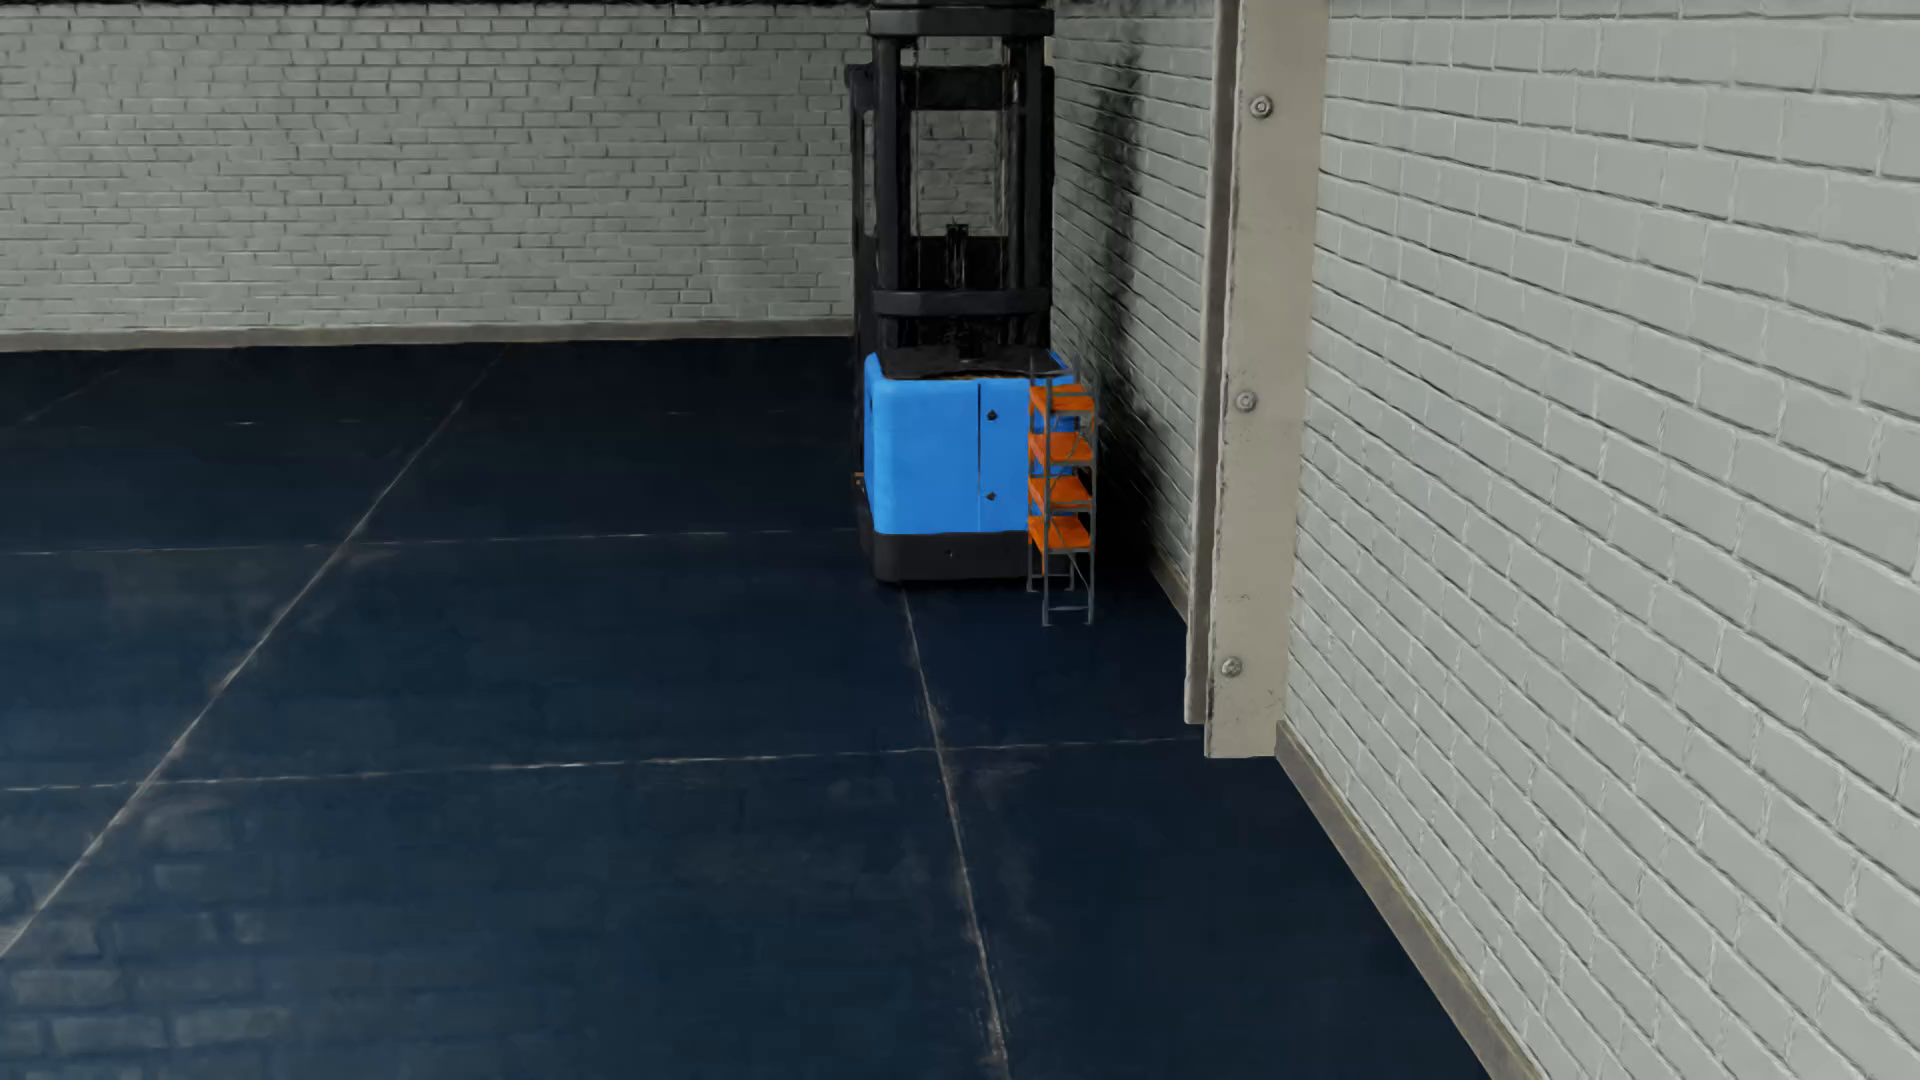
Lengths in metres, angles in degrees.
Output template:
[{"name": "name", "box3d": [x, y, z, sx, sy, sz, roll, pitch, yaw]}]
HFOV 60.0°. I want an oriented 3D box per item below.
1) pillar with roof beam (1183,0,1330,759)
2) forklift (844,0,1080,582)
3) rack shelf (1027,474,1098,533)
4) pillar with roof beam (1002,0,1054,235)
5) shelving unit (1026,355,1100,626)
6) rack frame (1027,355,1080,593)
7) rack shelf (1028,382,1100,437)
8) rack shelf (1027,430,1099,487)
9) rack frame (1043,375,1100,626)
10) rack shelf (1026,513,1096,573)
[{"name": "pillar with roof beam", "box3d": [-3.190, -3.373, 4.896, 9.100, 9.000, 0.400, -2, 18, -6]}, {"name": "forklift", "box3d": [-0.068, -1.586, 9.336, 1.130, 2.935, 3.031, -2, 18, -6]}, {"name": "rack shelf", "box3d": [0.485, -0.178, 7.966, 0.258, 0.148, 0.480, -2, 18, -6]}, {"name": "pillar with roof beam", "box3d": [-3.809, -5.160, 10.590, 9.100, 9.000, 0.400, -2, 18, -6]}, {"name": "shelving unit", "box3d": [0.485, -0.242, 7.946, 0.258, 1.200, 0.503, -2, 18, -6]}, {"name": "rack frame", "box3d": [0.457, -0.315, 8.177, 0.240, 1.200, 0.015, -2, 18, -6]}, {"name": "rack shelf", "box3d": [0.485, -0.617, 7.828, 0.258, 0.148, 0.480, -2, 18, -6]}, {"name": "rack shelf", "box3d": [0.485, -0.392, 7.899, 0.258, 0.148, 0.480, -2, 18, -6]}, {"name": "rack frame", "box3d": [0.513, -0.170, 7.714, 0.240, 1.200, 0.015, -2, 18, -6]}, {"name": "rack shelf", "box3d": [0.485, 0.011, 8.025, 0.258, 0.148, 0.480, -2, 18, -6]}]
